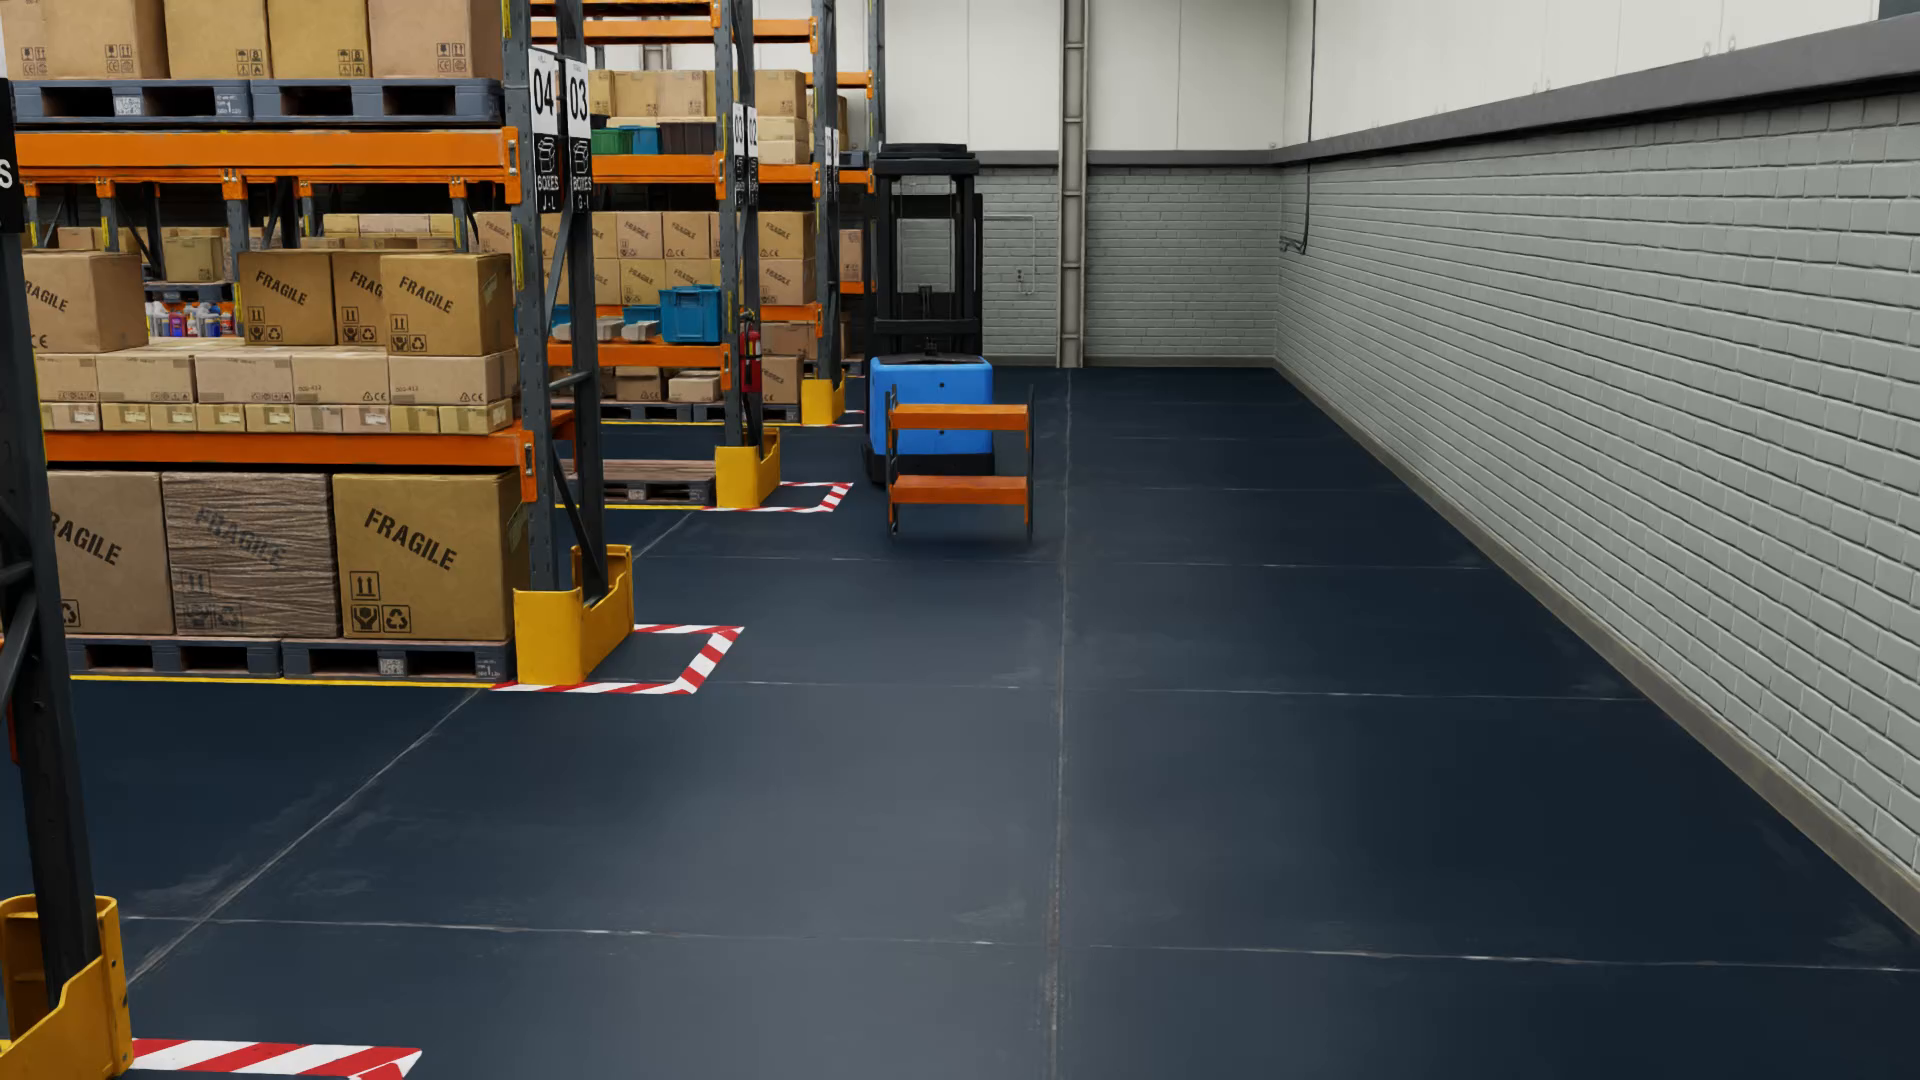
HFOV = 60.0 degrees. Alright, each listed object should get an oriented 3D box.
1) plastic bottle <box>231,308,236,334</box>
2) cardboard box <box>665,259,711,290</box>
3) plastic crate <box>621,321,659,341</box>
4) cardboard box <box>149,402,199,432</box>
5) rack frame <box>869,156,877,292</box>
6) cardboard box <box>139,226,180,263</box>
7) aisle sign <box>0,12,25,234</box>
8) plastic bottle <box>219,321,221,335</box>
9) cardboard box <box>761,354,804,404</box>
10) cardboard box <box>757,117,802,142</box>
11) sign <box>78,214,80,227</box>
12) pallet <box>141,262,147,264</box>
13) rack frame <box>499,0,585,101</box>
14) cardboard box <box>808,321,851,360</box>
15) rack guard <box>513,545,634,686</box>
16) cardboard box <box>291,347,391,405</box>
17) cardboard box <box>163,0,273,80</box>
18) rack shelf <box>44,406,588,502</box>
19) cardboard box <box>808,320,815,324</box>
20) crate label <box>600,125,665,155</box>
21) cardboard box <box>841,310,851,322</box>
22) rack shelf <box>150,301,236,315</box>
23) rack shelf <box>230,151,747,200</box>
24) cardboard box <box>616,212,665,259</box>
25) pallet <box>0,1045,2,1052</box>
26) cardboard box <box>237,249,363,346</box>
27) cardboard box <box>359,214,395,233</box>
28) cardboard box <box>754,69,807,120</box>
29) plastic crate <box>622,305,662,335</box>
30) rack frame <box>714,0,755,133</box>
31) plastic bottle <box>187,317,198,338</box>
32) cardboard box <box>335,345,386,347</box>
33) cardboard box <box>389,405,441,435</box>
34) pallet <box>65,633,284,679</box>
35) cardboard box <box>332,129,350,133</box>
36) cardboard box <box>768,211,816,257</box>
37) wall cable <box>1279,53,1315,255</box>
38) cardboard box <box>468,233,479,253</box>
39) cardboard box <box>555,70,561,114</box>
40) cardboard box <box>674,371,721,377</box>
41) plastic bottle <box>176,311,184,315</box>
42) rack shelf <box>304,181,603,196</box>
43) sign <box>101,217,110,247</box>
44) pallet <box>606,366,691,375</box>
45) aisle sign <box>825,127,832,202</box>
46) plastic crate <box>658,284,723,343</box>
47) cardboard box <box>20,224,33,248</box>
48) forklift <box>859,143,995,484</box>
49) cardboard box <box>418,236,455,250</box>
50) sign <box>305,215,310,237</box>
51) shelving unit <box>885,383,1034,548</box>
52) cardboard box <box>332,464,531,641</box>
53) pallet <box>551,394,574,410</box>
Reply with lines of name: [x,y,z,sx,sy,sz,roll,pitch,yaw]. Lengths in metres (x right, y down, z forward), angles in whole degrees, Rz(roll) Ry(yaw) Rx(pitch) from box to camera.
plastic bottle: [-6.266,-1.935,14.478,0.133,0.283,0.061,1,12,4]
cardboard box: [-2.950,-2.869,18.415,0.500,0.500,0.500,1,12,4]
plastic crate: [-2.630,-1.718,13.653,0.243,0.136,0.396,1,12,4]
cardboard box: [-4.037,-0.667,8.746,0.250,0.149,0.380,1,12,5]
rack frame: [-1.142,-3.868,23.431,0.127,3.000,1.000,1,12,4]
cardboard box: [-11.393,-4.270,24.038,0.500,0.500,0.700,2,12,12]
aisle sign: [-2.474,-1.153,4.103,0.004,0.787,0.394,1,12,4]
plastic bottle: [-6.220,-1.766,13.871,0.097,0.201,0.097,0,12,0]
cardboard box: [-2.028,-1.804,18.599,0.500,0.500,0.500,1,12,4]
cardboard box: [-1.999,-4.450,18.034,0.500,0.250,0.500,1,12,4]
sign: [-13.082,-4.712,24.640,0.005,0.325,0.100,1,12,4]
pallet: [-12.362,-3.898,24.043,1.213,0.211,1.003,1,12,4]
rack frame: [-2.135,-3.768,8.304,0.127,3.000,1.000,1,12,4]
cardboard box: [-1.847,-2.839,23.592,0.500,0.500,0.700,1,12,4]
rack guard: [-2.111,0.392,9.173,0.348,0.500,1.175,1,12,4]
cardboard box: [-3.142,-0.863,8.710,0.500,0.250,0.500,1,12,3]
cardboard box: [-3.730,-2.629,8.670,0.500,0.500,0.700,0,12,0]
rack shelf: [-4.130,-0.507,9.123,4.000,0.370,1.077,1,12,4]
cardboard box: [-1.987,-3.121,23.356,0.250,0.149,0.380,1,12,3]
crate label: [-2.703,-3.318,13.840,0.502,0.251,0.408,1,12,4]
cardboard box: [-1.709,-3.195,23.713,0.250,0.149,0.380,1,12,4]
rack shelf: [-7.456,-2.585,19.059,4.000,0.370,1.077,1,12,4]
rack shelf: [-3.800,-2.987,13.653,4.000,0.370,1.077,1,12,4]
cardboard box: [-3.466,-3.364,18.336,0.500,0.500,0.500,1,12,6]
pallet: [-3.451,1.526,4.459,1.213,0.211,1.003,1,12,4]
cardboard box: [-3.612,-1.345,9.182,0.500,0.500,0.500,0,12,2]
cardboard box: [-8.152,-4.482,23.519,0.500,0.250,0.500,1,12,3]
cardboard box: [-1.983,-4.866,18.191,0.500,0.500,0.700,1,12,4]
plastic crate: [-2.685,-1.871,14.147,0.300,0.233,0.416,1,12,4]
rack frame: [-1.804,-4.780,13.141,0.127,3.000,1.000,1,12,4]
plastic bottle: [-6.327,-1.736,13.728,0.097,0.201,0.097,0,12,0]
cardboard box: [-3.115,-0.971,9.226,0.500,0.250,0.500,1,12,3]
cardboard box: [-2.772,-0.650,8.661,0.250,0.149,0.380,1,12,4]
pallet: [-4.152,0.521,9.262,1.213,0.211,1.003,1,12,4]
cardboard box: [-6.626,-4.708,18.610,0.600,0.600,0.600,1,12,3]
cardboard box: [-1.894,-3.454,18.767,0.500,0.500,0.500,1,12,5]
wall cable: [4.477,-5.134,22.416,0.112,2.526,3.097,1,12,4]
cardboard box: [-6.621,-4.095,23.499,0.500,0.500,0.500,1,12,4]
cardboard box: [-4.483,-4.882,18.269,0.500,0.500,0.700,1,12,4]
cardboard box: [-2.991,-1.804,19.207,0.500,0.250,0.500,1,12,4]
plastic bottle: [-6.808,-1.899,14.504,0.097,0.201,0.097,0,12,0]
rack shelf: [-7.129,-5.066,23.590,4.000,0.370,1.077,1,12,4]
sign: [-9.485,-3.418,18.455,0.005,0.325,0.100,1,12,4]
pallet: [-4.380,-2.531,23.852,1.213,0.211,1.003,1,12,4]
aisle sign: [-1.422,-4.064,18.023,0.004,0.787,0.394,1,12,4]
plastic crate: [-2.151,-1.857,13.585,0.499,0.435,0.616,1,12,4]
cardboard box: [-13.608,-4.278,23.881,0.500,0.500,0.500,1,12,4]
forklift: [-0.363,-2.174,15.504,1.130,2.935,3.031,-1,12,-6]
cardboard box: [-5.918,-3.217,19.051,0.500,0.500,0.700,-3,12,-15]
sign: [-9.151,-4.394,23.313,0.005,0.325,0.100,1,12,4]
shelving unit: [0.007,-0.550,12.152,1.048,1.125,0.538,1,12,4]
cardboard box: [-2.779,0.010,9.057,0.875,0.875,0.875,1,12,4]
pallet: [-4.775,-1.536,19.094,1.213,0.211,1.003,1,12,4]
